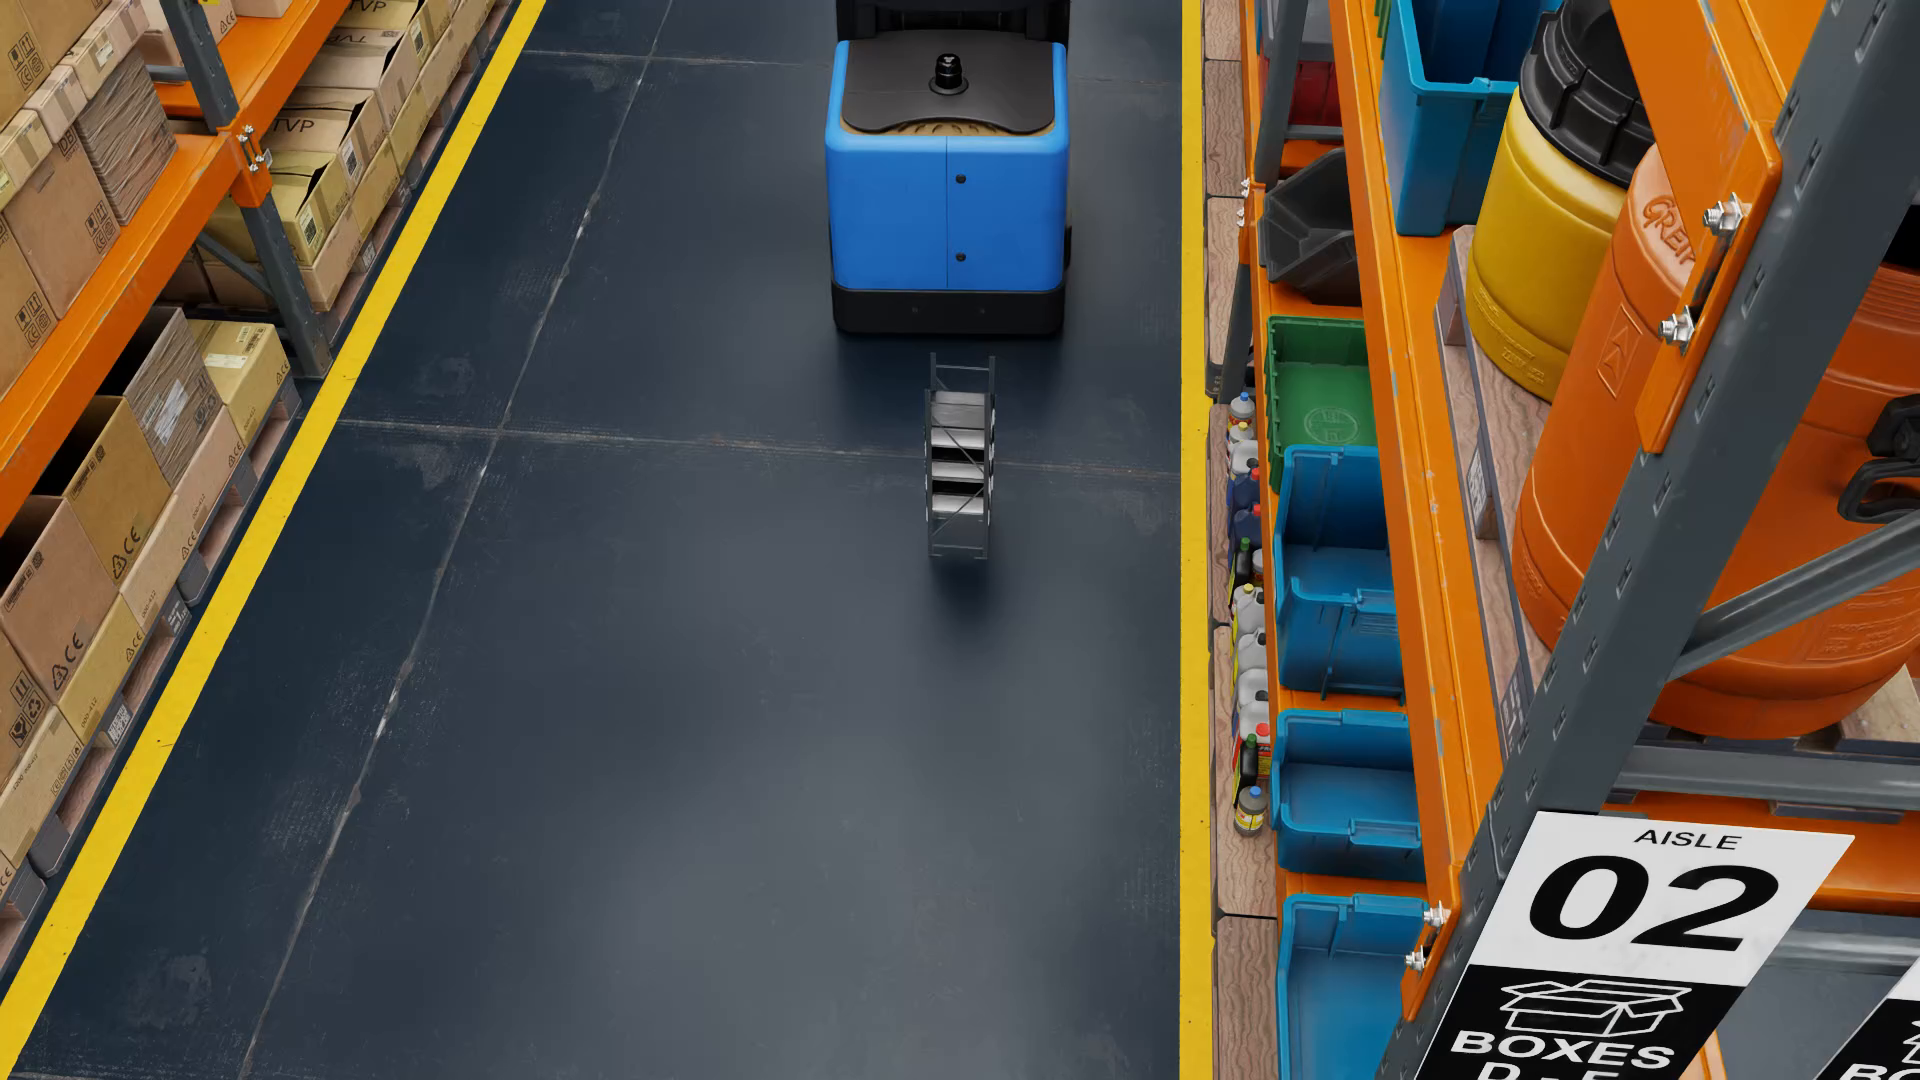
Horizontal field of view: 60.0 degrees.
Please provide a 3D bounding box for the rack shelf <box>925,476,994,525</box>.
[{"bbox_3d":[0.001,-0.166,6.607,0.258,0.077,0.200,4,48,4],"label":"rack shelf"}]

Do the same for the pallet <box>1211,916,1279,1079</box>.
[{"bbox_3d":[1.278,1.758,5.025,1.003,0.211,1.213,4,48,4],"label":"pallet"}]

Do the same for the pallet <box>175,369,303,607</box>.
[{"bbox_3d":[-3.444,-0.280,6.889,1.003,0.211,1.213,4,48,4],"label":"pallet"}]

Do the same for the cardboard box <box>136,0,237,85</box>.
[{"bbox_3d":[-3.328,-2.117,6.781,0.500,0.250,0.500,7,48,6],"label":"cardboard box"}]

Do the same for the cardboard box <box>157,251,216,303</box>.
[{"bbox_3d":[-3.580,-1.341,7.548,0.500,0.250,0.500,3,48,3],"label":"cardboard box"}]

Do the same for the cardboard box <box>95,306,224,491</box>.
[{"bbox_3d":[-3.211,-0.548,6.315,0.500,0.500,0.500,4,48,4],"label":"cardboard box"}]

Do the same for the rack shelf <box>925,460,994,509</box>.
[{"bbox_3d":[0.001,-0.226,6.540,0.258,0.077,0.200,4,48,4],"label":"rack shelf"}]

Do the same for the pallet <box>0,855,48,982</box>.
[{"bbox_3d":[-3.666,1.513,5.249,1.003,0.211,1.213,4,48,4],"label":"pallet"}]

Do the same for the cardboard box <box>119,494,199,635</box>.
[{"bbox_3d":[-3.240,0.074,6.254,0.500,0.250,0.500,4,48,4],"label":"cardboard box"}]

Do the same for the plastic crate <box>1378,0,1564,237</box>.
[{"bbox_3d":[1.112,-0.956,3.596,0.392,0.384,0.575,4,48,4],"label":"plastic crate"}]

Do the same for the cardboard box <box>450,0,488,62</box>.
[{"bbox_3d":[-2.862,-2.804,8.887,0.500,0.250,0.500,5,48,4],"label":"cardboard box"}]

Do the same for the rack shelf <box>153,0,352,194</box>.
[{"bbox_3d":[-3.147,-3.030,8.002,1.077,0.370,4.000,4,48,4],"label":"rack shelf"}]

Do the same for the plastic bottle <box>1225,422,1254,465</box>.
[{"bbox_3d":[1.128,-0.392,6.700,0.097,0.201,0.097,0,48,0],"label":"plastic bottle"}]

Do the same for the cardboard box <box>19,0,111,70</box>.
[{"bbox_3d":[-3.363,-1.948,5.578,0.700,0.500,0.500,4,48,4],"label":"cardboard box"}]

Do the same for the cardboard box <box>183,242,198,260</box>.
[{"bbox_3d":[-3.578,-1.523,7.335,0.500,0.311,0.500,4,48,4],"label":"cardboard box"}]

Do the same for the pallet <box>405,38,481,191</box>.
[{"bbox_3d":[-3.192,-2.305,8.741,1.003,0.211,1.213,4,48,4],"label":"pallet"}]

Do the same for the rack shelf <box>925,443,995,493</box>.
[{"bbox_3d":[0.001,-0.287,6.474,0.258,0.077,0.200,4,48,4],"label":"rack shelf"}]

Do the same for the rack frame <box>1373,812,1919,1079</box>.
[{"bbox_3d":[1.239,1.472,3.396,1.000,3.000,0.127,4,48,4],"label":"rack frame"}]

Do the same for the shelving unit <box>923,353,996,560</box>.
[{"bbox_3d":[0.001,-0.310,6.449,0.258,0.900,0.210,4,48,4],"label":"shelving unit"}]

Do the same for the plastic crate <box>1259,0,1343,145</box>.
[{"bbox_3d":[1.342,-1.865,6.405,0.402,0.464,0.583,4,48,4],"label":"plastic crate"}]

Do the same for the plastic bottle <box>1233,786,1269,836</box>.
[{"bbox_3d":[0.969,0.889,5.528,0.097,0.201,0.097,0,48,0],"label":"plastic bottle"}]

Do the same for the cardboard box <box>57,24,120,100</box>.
[{"bbox_3d":[-3.165,-1.660,5.754,0.380,0.149,0.250,3,48,3],"label":"cardboard box"}]

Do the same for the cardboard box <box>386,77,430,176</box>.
[{"bbox_3d":[-2.953,-2.053,8.199,0.500,0.250,0.500,3,48,2],"label":"cardboard box"}]

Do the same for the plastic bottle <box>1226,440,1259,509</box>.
[{"bbox_3d":[1.135,-0.252,6.521,0.152,0.276,0.135,5,48,5],"label":"plastic bottle"}]

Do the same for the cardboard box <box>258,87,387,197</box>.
[{"bbox_3d":[-2.993,-1.860,7.643,0.500,0.311,0.500,3,48,3],"label":"cardboard box"}]

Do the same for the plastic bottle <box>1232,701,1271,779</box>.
[{"bbox_3d":[1.020,0.681,5.668,0.152,0.276,0.135,4,48,4],"label":"plastic bottle"}]

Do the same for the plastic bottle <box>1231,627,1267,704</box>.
[{"bbox_3d":[1.043,0.432,5.845,0.144,0.351,0.185,6,48,5],"label":"plastic bottle"}]

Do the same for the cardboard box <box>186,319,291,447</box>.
[{"bbox_3d":[-3.154,-0.661,6.927,0.500,0.250,0.500,4,48,4],"label":"cardboard box"}]

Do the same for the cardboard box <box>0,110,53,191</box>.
[{"bbox_3d":[-3.210,-1.274,5.401,0.380,0.149,0.250,4,48,3],"label":"cardboard box"}]

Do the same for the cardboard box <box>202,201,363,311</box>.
[{"bbox_3d":[-3.046,-1.296,7.508,0.500,0.250,0.500,3,48,3],"label":"cardboard box"}]

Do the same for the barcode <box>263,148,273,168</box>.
[{"bbox_3d":[-2.891,-1.591,6.944,0.001,0.075,0.075,4,48,4],"label":"barcode"}]

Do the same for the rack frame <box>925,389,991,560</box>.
[{"bbox_3d":[-0.009,-0.235,6.381,0.240,0.900,0.006,4,48,4],"label":"rack frame"}]

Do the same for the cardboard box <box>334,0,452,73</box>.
[{"bbox_3d":[-2.905,-2.623,8.341,0.500,0.311,0.500,5,48,5],"label":"cardboard box"}]

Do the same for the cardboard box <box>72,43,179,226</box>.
[{"bbox_3d":[-3.363,-1.510,6.057,0.700,0.500,0.500,3,48,3],"label":"cardboard box"}]

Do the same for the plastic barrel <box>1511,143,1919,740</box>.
[{"bbox_3d":[1.156,-0.192,2.311,0.600,0.830,0.708,4,48,4],"label":"plastic barrel"}]

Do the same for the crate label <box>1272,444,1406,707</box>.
[{"bbox_3d":[1.137,0.090,4.637,0.502,0.435,0.616,4,48,4],"label":"crate label"}]

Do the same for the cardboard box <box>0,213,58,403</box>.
[{"bbox_3d":[-3.455,-0.754,5.365,0.700,0.500,0.500,5,48,4],"label":"cardboard box"}]

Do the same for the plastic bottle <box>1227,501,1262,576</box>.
[{"bbox_3d":[1.099,-0.017,6.256,0.144,0.351,0.185,2,48,2],"label":"plastic bottle"}]

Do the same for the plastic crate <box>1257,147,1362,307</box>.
[{"bbox_3d":[1.429,-1.070,5.764,0.767,0.338,0.504,4,48,4],"label":"plastic crate"}]

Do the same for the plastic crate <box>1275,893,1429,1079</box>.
[{"bbox_3d":[0.986,1.135,3.806,0.499,0.251,0.616,4,48,4],"label":"plastic crate"}]

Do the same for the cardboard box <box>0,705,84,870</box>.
[{"bbox_3d":[-3.336,0.809,5.582,0.500,0.250,0.500,4,48,4],"label":"cardboard box"}]

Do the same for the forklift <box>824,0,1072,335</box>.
[{"bbox_3d":[-0.028,-2.993,7.527,1.130,2.935,3.031,1,48,1],"label":"forklift"}]

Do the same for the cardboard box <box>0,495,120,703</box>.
[{"bbox_3d":[-3.284,0.189,5.641,0.500,0.500,0.500,4,48,4],"label":"cardboard box"}]

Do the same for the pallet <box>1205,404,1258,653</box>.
[{"bbox_3d":[1.500,-0.035,6.665,1.003,0.211,1.213,4,48,4],"label":"pallet"}]

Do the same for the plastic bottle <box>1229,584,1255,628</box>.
[{"bbox_3d":[1.050,0.239,6.122,0.097,0.201,0.097,0,48,0],"label":"plastic bottle"}]

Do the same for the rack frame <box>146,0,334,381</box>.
[{"bbox_3d":[-3.329,-1.803,6.392,1.000,3.000,0.127,4,48,4],"label":"rack frame"}]

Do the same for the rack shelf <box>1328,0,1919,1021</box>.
[{"bbox_3d":[1.421,-0.767,3.899,1.077,0.370,4.000,4,48,4],"label":"rack shelf"}]

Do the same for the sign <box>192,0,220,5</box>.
[{"bbox_3d":[-2.776,-2.085,6.010,0.100,0.325,0.005,4,48,4],"label":"sign"}]

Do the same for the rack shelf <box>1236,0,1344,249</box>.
[{"bbox_3d":[1.785,-2.694,7.694,1.077,0.370,4.000,4,48,4],"label":"rack shelf"}]

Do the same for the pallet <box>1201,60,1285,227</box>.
[{"bbox_3d":[1.745,-2.004,8.466,1.003,0.211,1.213,4,48,4],"label":"pallet"}]
